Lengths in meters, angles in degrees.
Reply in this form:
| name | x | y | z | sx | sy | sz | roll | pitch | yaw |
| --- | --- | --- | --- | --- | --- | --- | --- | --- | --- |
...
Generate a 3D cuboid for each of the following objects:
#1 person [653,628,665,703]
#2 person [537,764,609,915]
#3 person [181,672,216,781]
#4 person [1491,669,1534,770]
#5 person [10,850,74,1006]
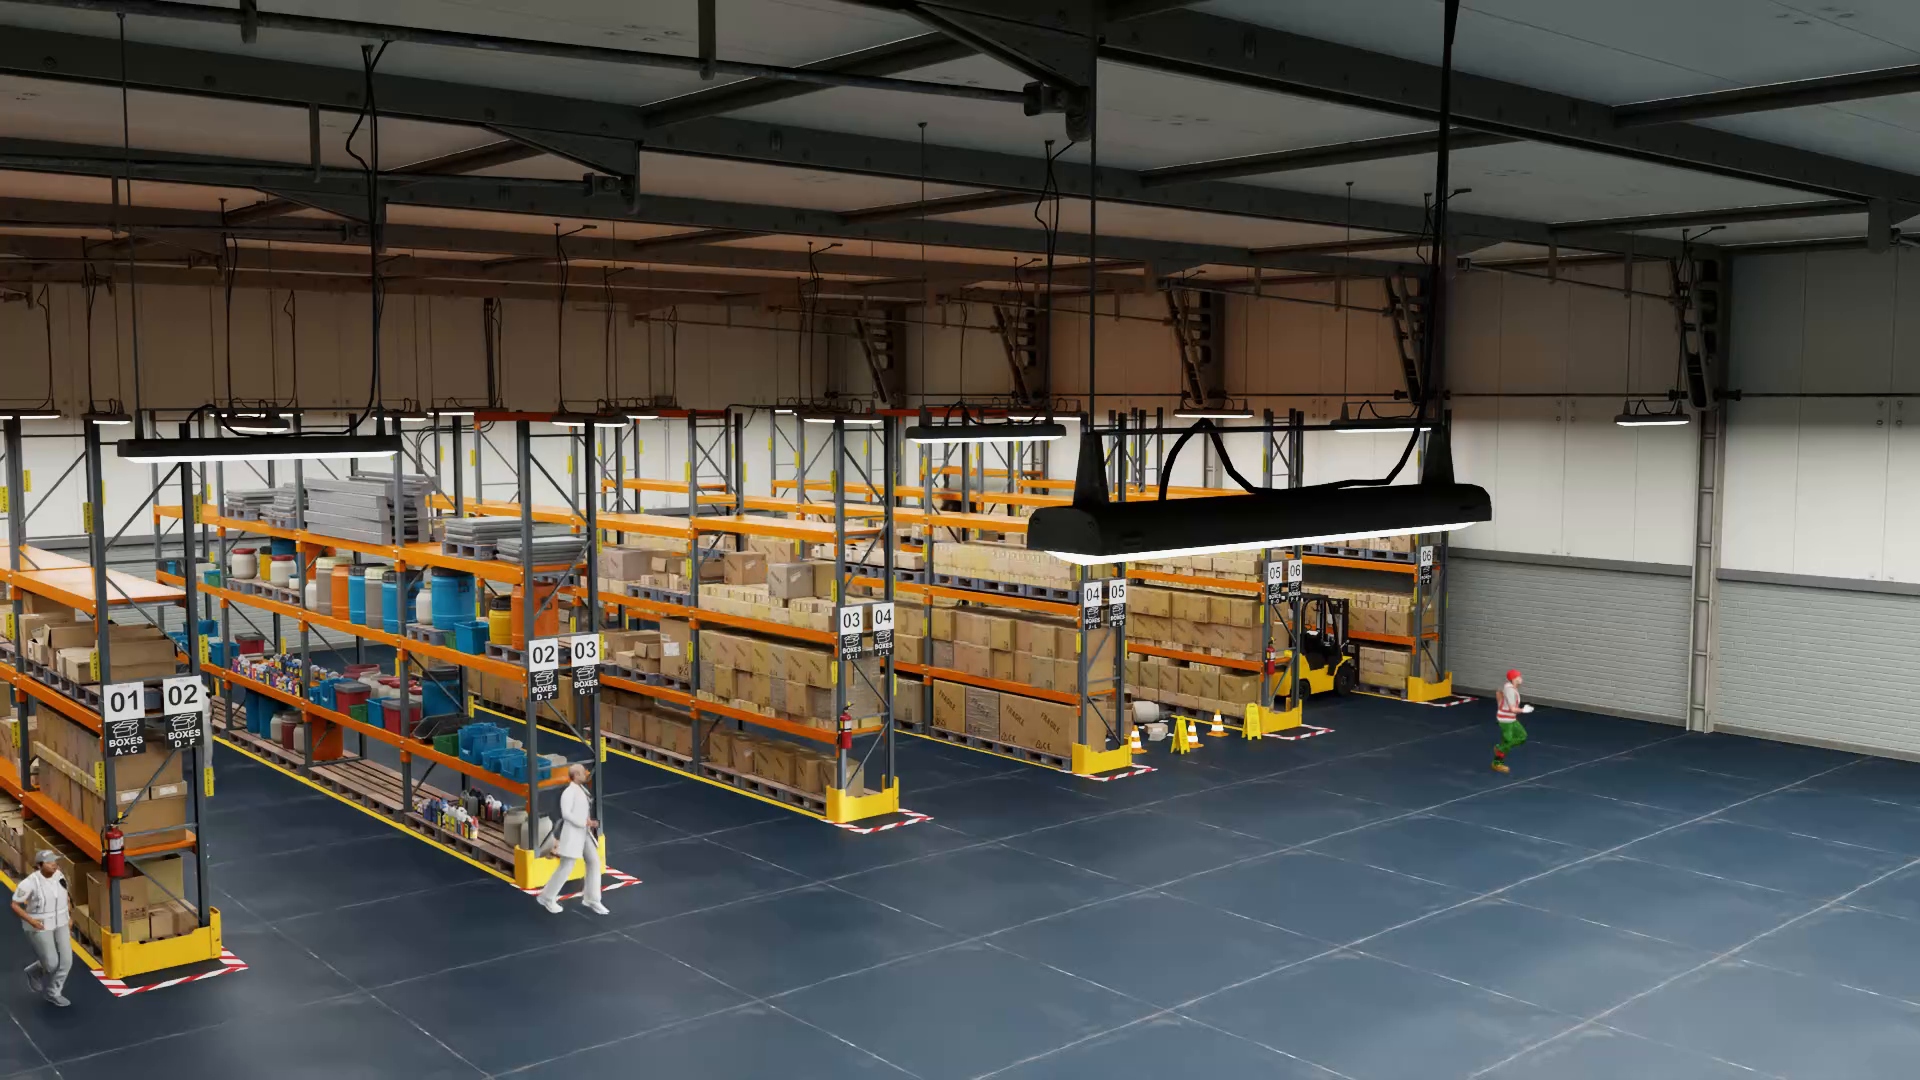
| name | x | y | z | sx | sy | sz | roll | pitch | yaw |
| --- | --- | --- | --- | --- | --- | --- | --- | --- | --- |
| person | -6.101 | 2.568 | 33.823 | 0.518 | 1.570 | 0.639 | -4 | 7 | -40 |
| person | -4.700 | 3.654 | 20.401 | 0.872 | 1.813 | 0.770 | 1 | 5 | 6 |
| person | -12.671 | 3.057 | 27.551 | 0.633 | 1.788 | 1.111 | -4 | 7 | -42 |
| person | 9.257 | 3.015 | 27.850 | 0.657 | 1.728 | 0.707 | 2 | 5 | 20 |
| person | -9.481 | 4.018 | 17.259 | 0.531 | 1.639 | 0.639 | 3 | 6 | 29 |
